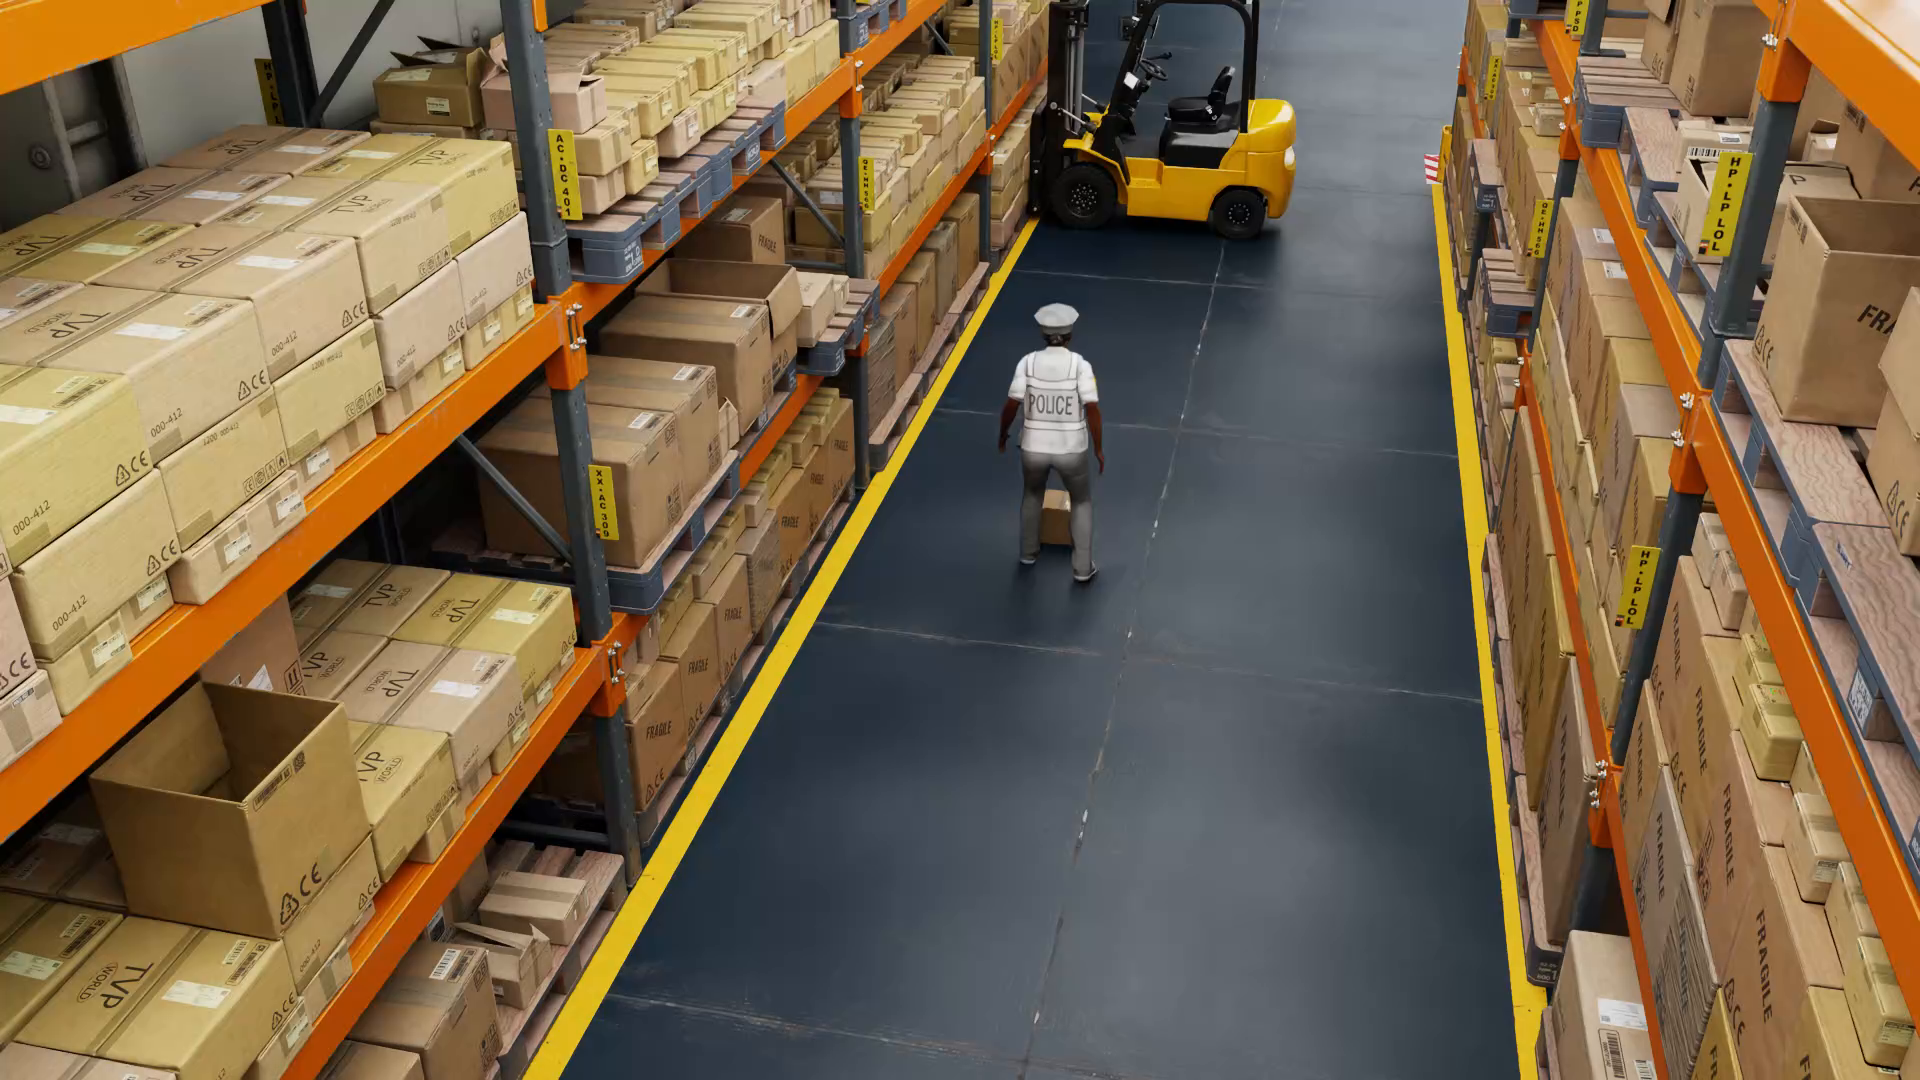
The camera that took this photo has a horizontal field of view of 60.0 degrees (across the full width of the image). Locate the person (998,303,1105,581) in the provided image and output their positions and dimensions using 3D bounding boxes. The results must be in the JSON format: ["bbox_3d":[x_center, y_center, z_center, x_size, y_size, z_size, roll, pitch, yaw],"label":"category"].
[{"bbox_3d":[0.547,-0.535,9.648,0.621,1.630,0.525,6,30,11],"label":"person"}]
